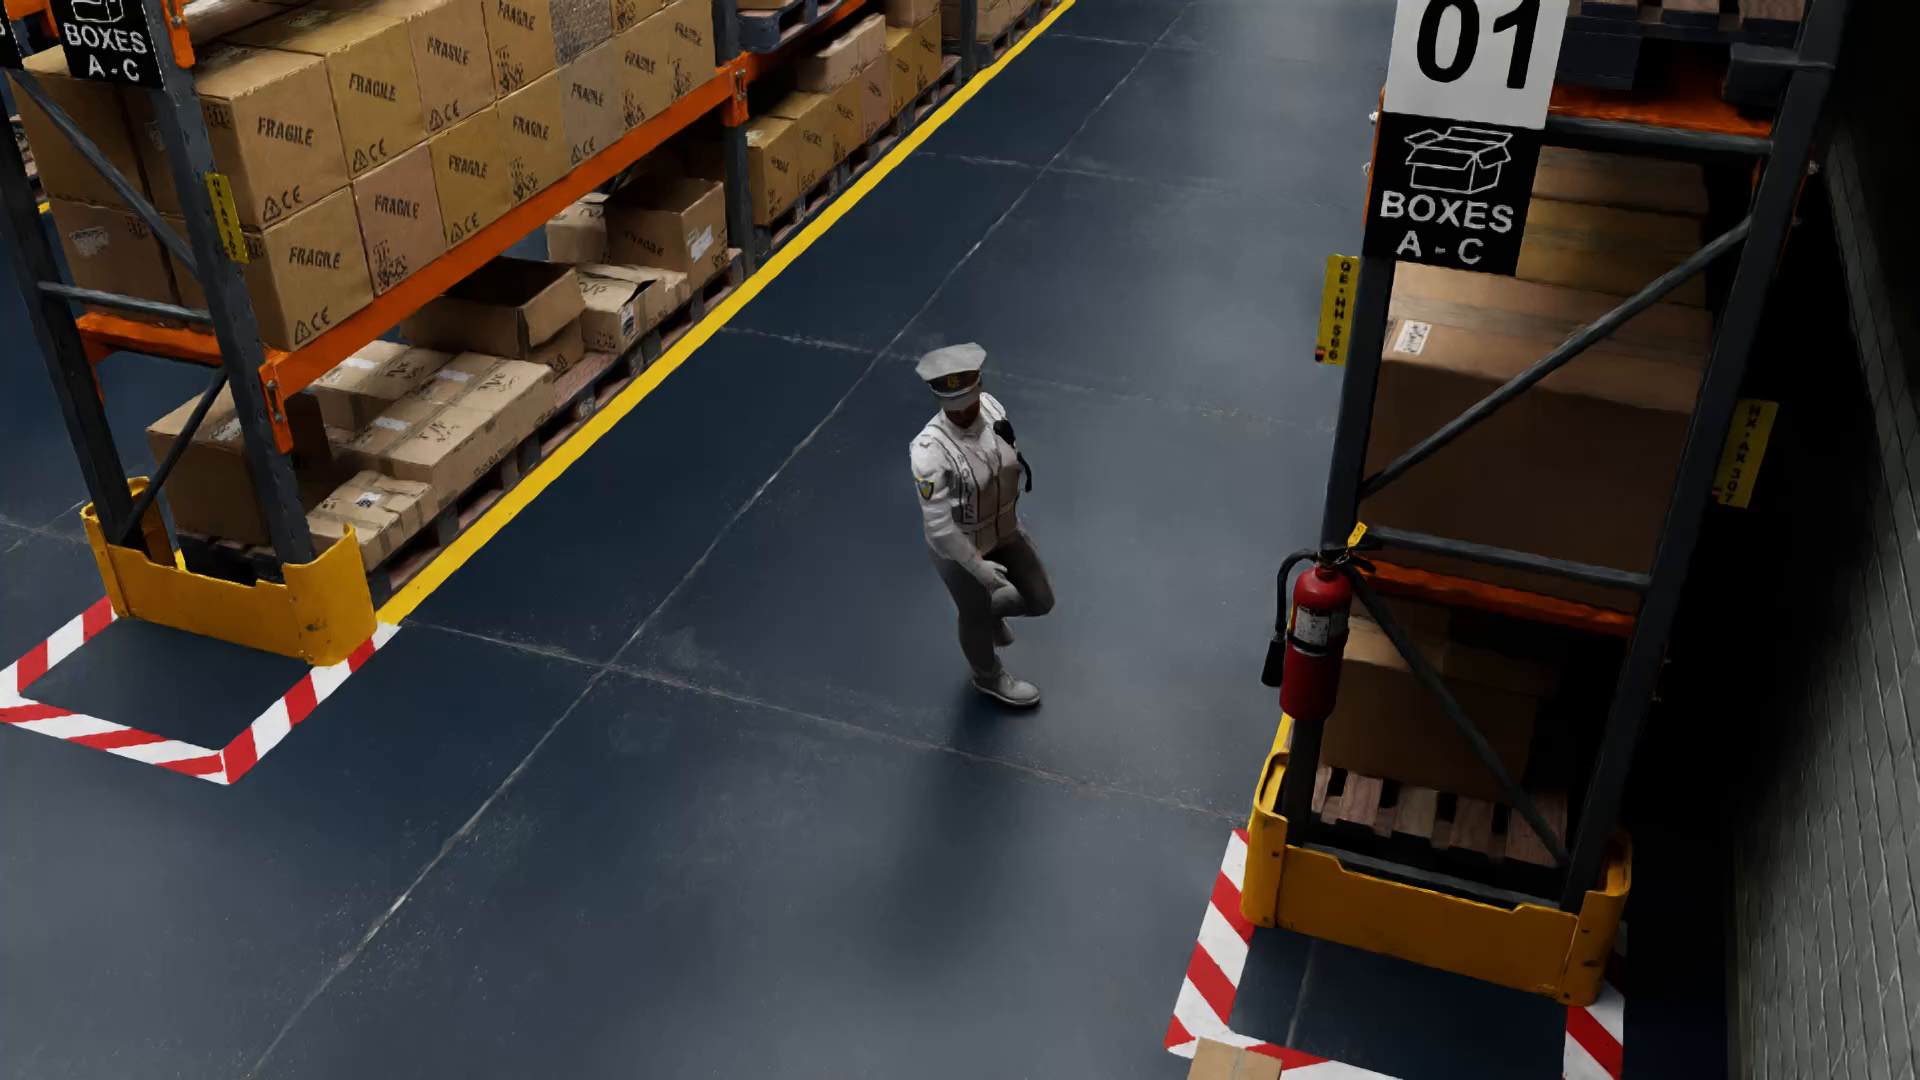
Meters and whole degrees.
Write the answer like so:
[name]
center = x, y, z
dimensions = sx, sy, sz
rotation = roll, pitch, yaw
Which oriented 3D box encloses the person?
[person]
center = 0.089, -0.030, 6.178
dimensions = 0.455, 1.631, 0.665
rotation = 26, 41, 33
